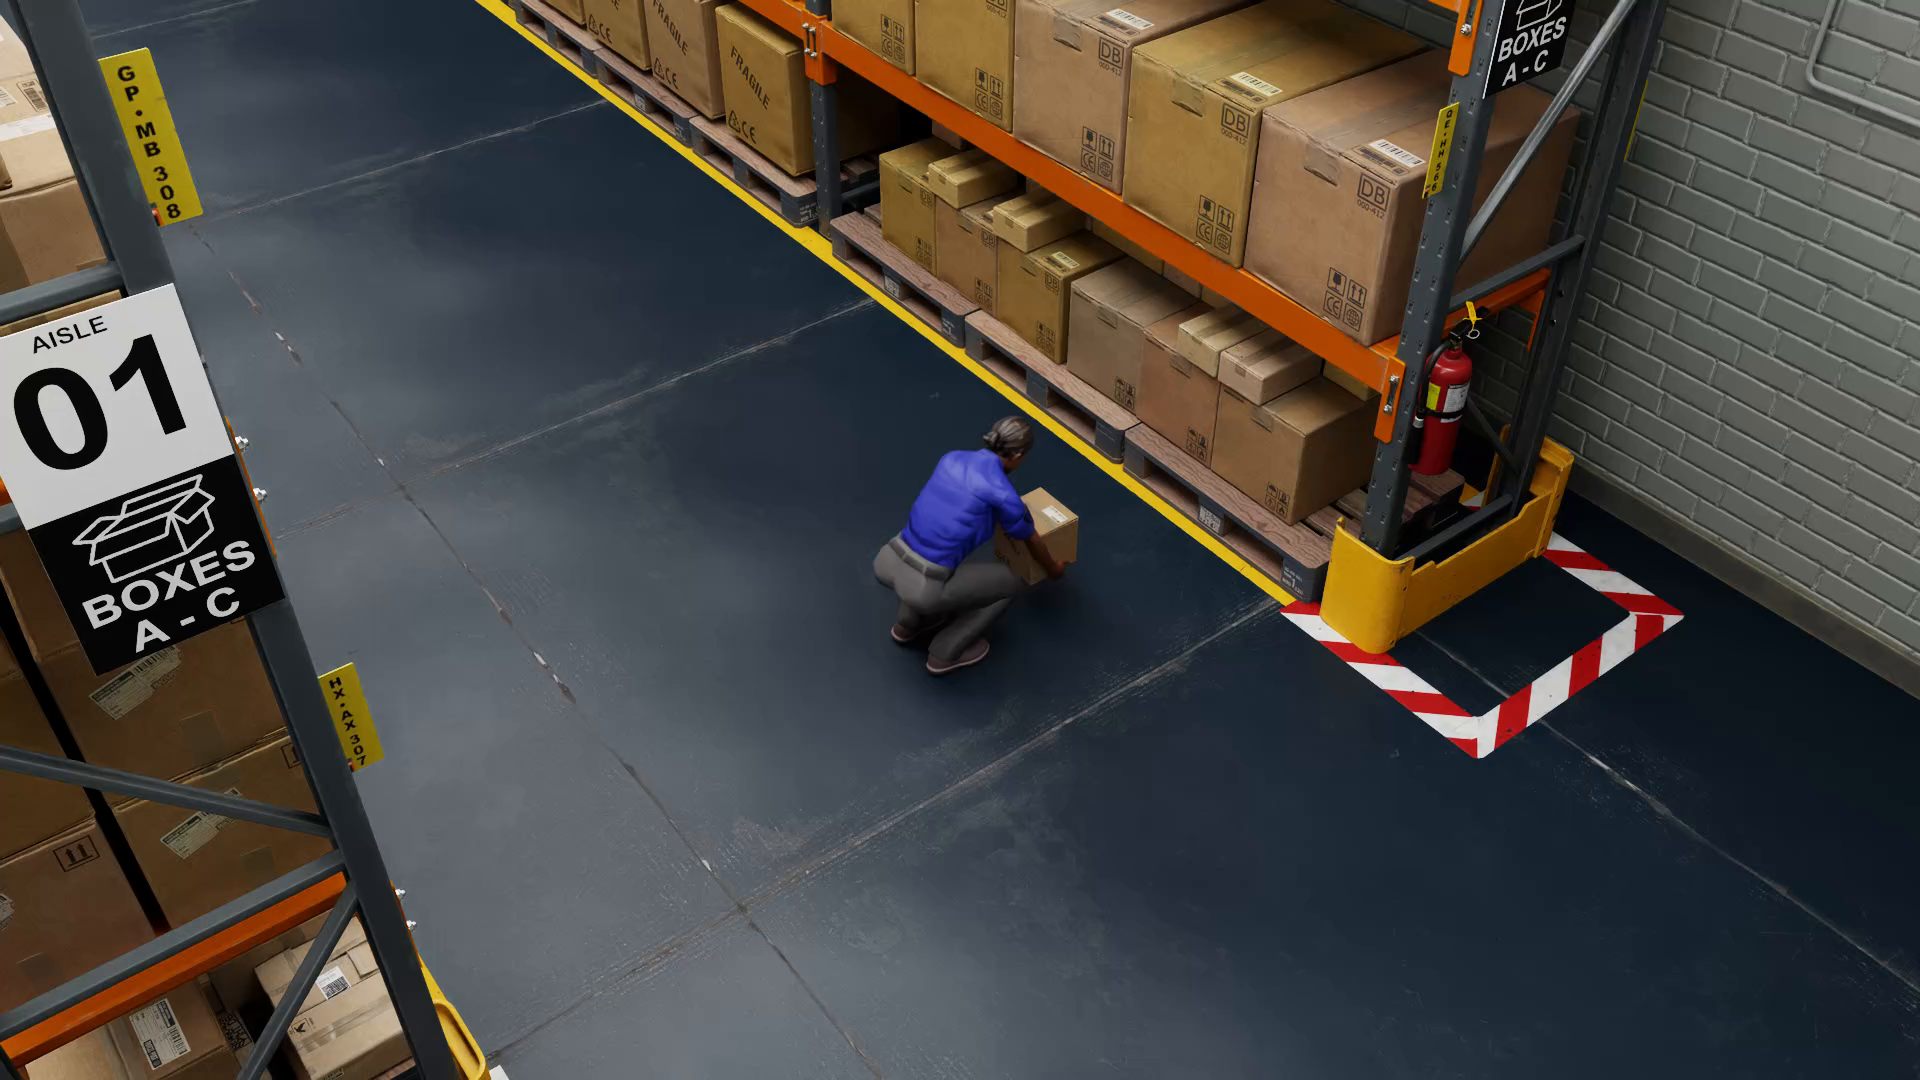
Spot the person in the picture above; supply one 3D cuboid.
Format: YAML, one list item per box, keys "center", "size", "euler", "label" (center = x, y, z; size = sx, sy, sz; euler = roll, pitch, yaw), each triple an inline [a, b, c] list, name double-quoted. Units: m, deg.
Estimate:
- center: [0.041, 0.012, 6.712]
  size: [0.860, 0.939, 0.459]
  euler: [-28, 48, -29]
  label: "person"
